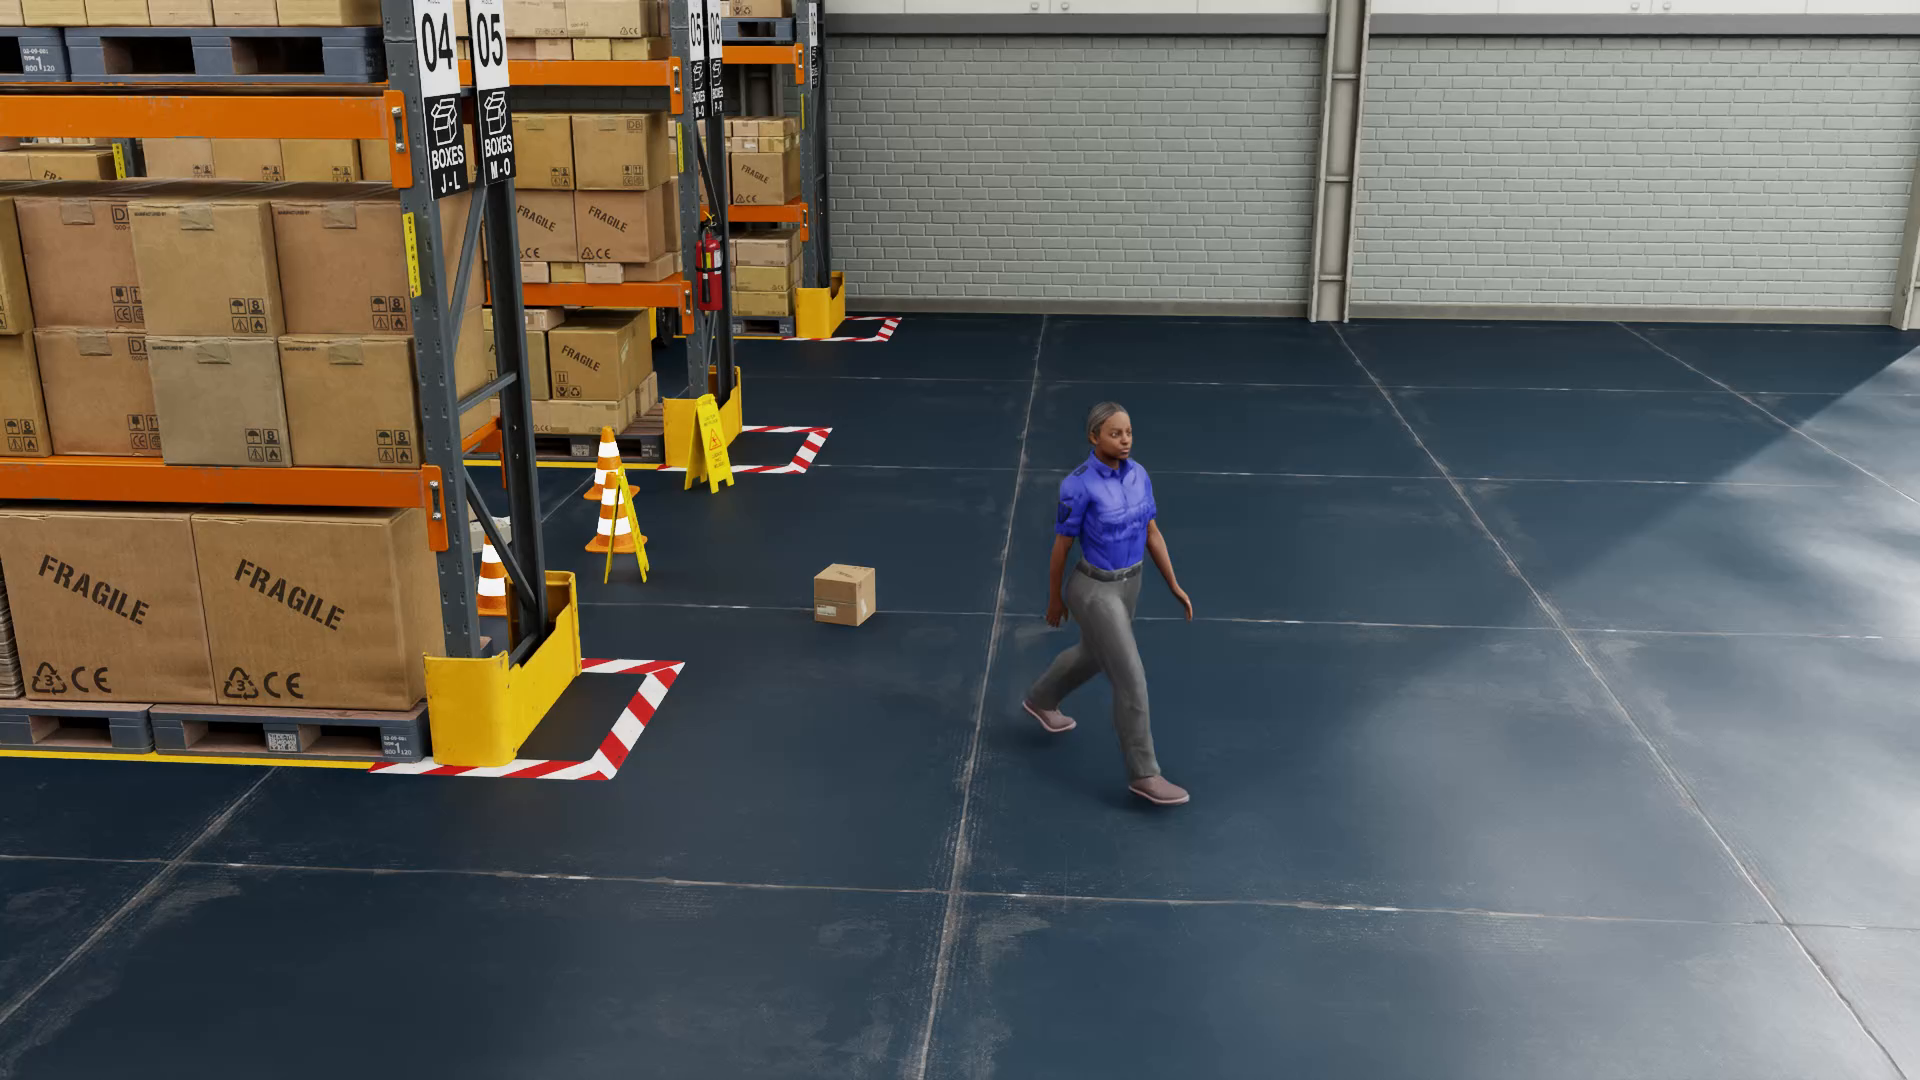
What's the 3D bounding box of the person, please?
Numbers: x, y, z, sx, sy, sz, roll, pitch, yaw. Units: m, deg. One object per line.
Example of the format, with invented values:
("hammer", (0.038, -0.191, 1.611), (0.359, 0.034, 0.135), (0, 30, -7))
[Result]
("person", (0.618, 0.204, 6.914), (1.036, 1.595, 0.447), (15, 23, 40))
